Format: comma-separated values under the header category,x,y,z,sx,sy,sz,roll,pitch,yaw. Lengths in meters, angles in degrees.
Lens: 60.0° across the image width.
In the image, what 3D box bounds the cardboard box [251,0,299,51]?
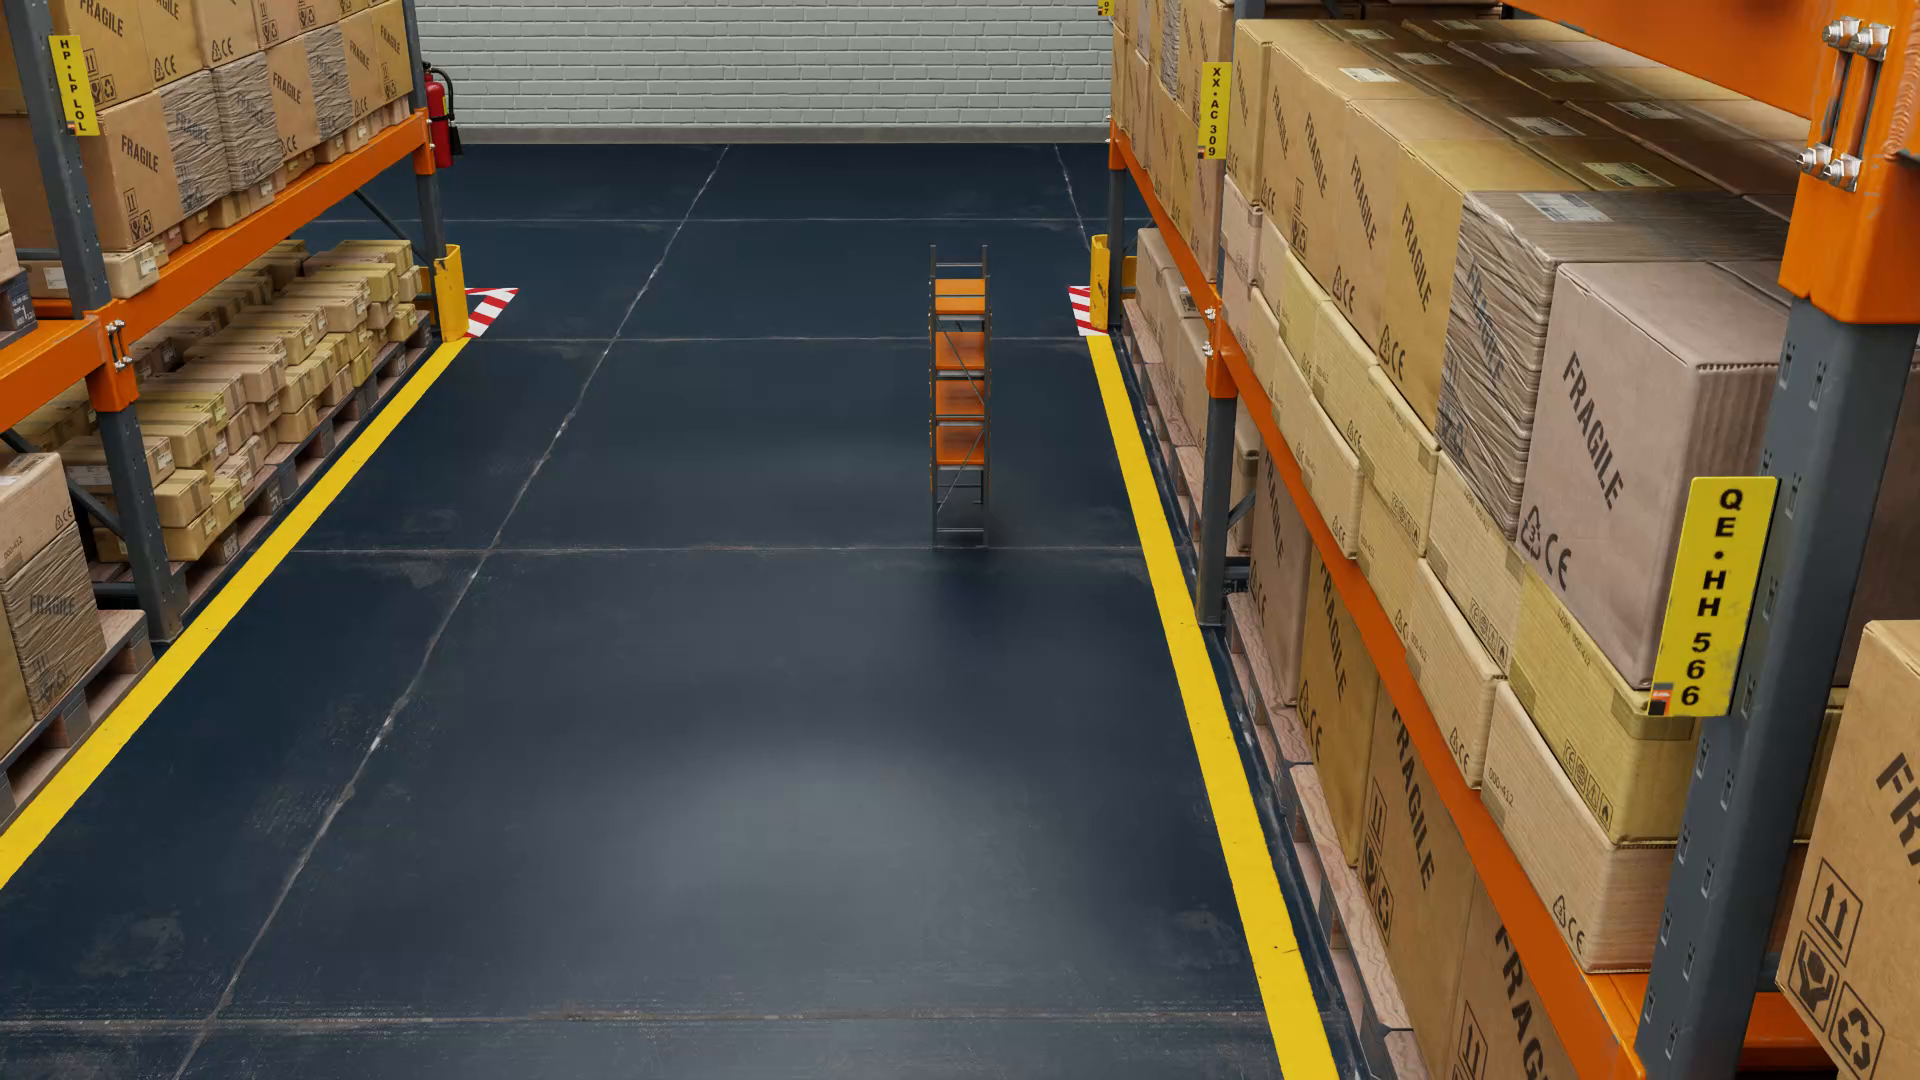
category,x,y,z,sx,sy,sz,roll,pitch,yaw
cardboard box,-3.278,-2.443,7.316,0.500,0.500,0.500,-1,24,-2

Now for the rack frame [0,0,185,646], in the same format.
category,x,y,z,sx,sy,sz,roll,pitch,yaw
rack frame,-3.517,-0.986,5.791,1.000,3.000,0.127,0,24,-1

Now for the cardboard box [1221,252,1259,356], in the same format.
category,x,y,z,sx,sy,sz,roll,pitch,yaw
cardboard box,1.172,-0.800,5.560,0.500,0.250,0.500,-1,24,-2

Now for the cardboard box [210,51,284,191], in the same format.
category,x,y,z,sx,sy,sz,roll,pitch,yaw
cardboard box,-3.252,-1.784,7.073,0.500,0.500,0.500,-1,24,-2

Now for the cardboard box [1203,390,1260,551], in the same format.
category,x,y,z,sx,sy,sz,roll,pitch,yaw
cardboard box,1.532,-0.334,6.947,0.875,0.438,0.875,-1,24,-1

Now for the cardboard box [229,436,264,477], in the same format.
category,x,y,z,sx,sy,sz,roll,pitch,yaw
cardboard box,-3.310,-0.347,7.326,0.380,0.149,0.250,-1,24,-2

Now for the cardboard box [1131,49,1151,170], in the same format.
category,x,y,z,sx,sy,sz,roll,pitch,yaw
cardboard box,1.127,-2.127,8.192,0.500,0.500,0.500,0,24,-1

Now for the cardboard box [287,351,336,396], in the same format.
category,x,y,z,sx,sy,sz,roll,pitch,yaw
cardboard box,-3.229,-0.800,7.968,0.380,0.149,0.250,0,24,0

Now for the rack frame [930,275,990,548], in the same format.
category,x,y,z,sx,sy,sz,roll,pitch,yaw
rack frame,0.001,-0.514,6.931,0.240,1.200,0.015,0,24,-1

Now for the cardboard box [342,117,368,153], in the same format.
category,x,y,z,sx,sy,sz,roll,pitch,yaw
cardboard box,-3.265,-2.076,8.506,0.380,0.149,0.250,0,24,1

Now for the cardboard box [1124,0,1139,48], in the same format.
category,x,y,z,sx,sy,sz,roll,pitch,yaw
cardboard box,1.121,-2.788,8.439,0.500,0.500,0.500,-1,24,-2

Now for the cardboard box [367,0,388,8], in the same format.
category,x,y,z,sx,sy,sz,roll,pitch,yaw
cardboard box,-3.307,-3.084,8.733,0.500,0.500,0.500,-1,24,-2

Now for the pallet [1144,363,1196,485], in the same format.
category,x,y,z,sx,sy,sz,roll,pitch,yaw
pallet,1.485,-0.597,8.315,1.003,0.211,1.213,0,24,-1

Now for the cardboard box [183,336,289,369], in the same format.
category,x,y,z,sx,sy,sz,roll,pitch,yaw
cardboard box,-3.342,-0.835,7.684,0.380,0.149,0.250,-1,24,-3

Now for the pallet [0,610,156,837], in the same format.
category,x,y,z,sx,sy,sz,roll,pitch,yaw
pallet,-3.507,0.605,5.656,1.003,0.211,1.213,0,24,-1

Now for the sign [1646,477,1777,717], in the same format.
category,x,y,z,sx,sy,sz,roll,pitch,yaw
sign,0.920,0.074,2.041,0.100,0.325,0.005,0,24,-1

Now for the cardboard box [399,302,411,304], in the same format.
category,x,y,z,sx,sy,sz,roll,pitch,yaw
cardboard box,-3.346,-1.311,9.459,0.380,0.149,0.250,0,24,0

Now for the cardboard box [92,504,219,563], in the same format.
category,x,y,z,sx,sy,sz,roll,pitch,yaw
cardboard box,-3.200,-0.030,6.627,0.380,0.149,0.250,-1,24,-3

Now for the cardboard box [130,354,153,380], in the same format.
category,x,y,z,sx,sy,sz,roll,pitch,yaw
cardboard box,-3.854,-0.721,7.433,0.380,0.149,0.250,-1,24,-3

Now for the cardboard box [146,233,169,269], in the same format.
category,x,y,z,sx,sy,sz,roll,pitch,yaw
cardboard box,-3.270,-1.096,6.339,0.380,0.149,0.250,0,24,1

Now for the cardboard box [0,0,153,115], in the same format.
category,x,y,z,sx,sy,sz,roll,pitch,yaw
cardboard box,-3.278,-1.810,5.917,0.500,0.500,0.500,0,24,1

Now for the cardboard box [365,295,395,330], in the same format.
category,x,y,z,sx,sy,sz,roll,pitch,yaw
cardboard box,-3.262,-1.232,8.924,0.380,0.149,0.250,-1,24,-3

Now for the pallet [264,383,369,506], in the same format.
category,x,y,z,sx,sy,sz,roll,pitch,yaw
pallet,-3.576,-0.497,8.092,1.003,0.211,1.213,0,24,-1

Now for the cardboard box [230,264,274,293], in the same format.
category,x,y,z,sx,sy,sz,roll,pitch,yaw
cardboard box,-3.897,-1.363,8.852,0.380,0.149,0.250,0,24,-1

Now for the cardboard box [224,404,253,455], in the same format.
category,x,y,z,sx,sy,sz,roll,pitch,yaw
cardboard box,-3.332,-0.481,7.262,0.380,0.149,0.250,-1,24,-3

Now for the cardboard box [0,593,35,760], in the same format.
category,x,y,z,sx,sy,sz,roll,pitch,yaw
cardboard box,-3.252,0.476,5.081,0.500,0.500,0.500,-1,24,-2

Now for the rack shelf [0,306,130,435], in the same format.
category,x,y,z,sx,sy,sz,roll,pitch,yaw
rack shelf,-3.495,0.165,4.117,1.077,0.370,4.000,0,24,-1

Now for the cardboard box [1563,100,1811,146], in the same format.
category,x,y,z,sx,sy,sz,roll,pitch,yaw
cardboard box,1.707,-0.733,3.896,0.500,0.500,0.500,0,24,0

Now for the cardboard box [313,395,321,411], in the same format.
category,x,y,z,sx,sy,sz,roll,pitch,yaw
cardboard box,-3.334,-0.673,8.047,0.380,0.149,0.250,0,24,1

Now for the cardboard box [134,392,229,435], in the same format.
category,x,y,z,sx,sy,sz,roll,pitch,yaw
cardboard box,-3.309,-0.511,6.967,0.380,0.149,0.250,-1,24,-1

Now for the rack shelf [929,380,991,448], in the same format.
category,x,y,z,sx,sy,sz,roll,pitch,yaw
rack shelf,-0.002,-0.554,7.181,0.258,0.148,0.480,0,24,-1

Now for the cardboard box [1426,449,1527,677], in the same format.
category,x,y,z,sx,sy,sz,roll,pitch,yaw
cardboard box,1.207,0.029,3.122,0.500,0.250,0.500,-1,24,-2

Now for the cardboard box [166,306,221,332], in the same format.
category,x,y,z,sx,sy,sz,roll,pitch,yaw
cardboard box,-3.860,-1.039,8.134,0.380,0.149,0.250,0,24,0

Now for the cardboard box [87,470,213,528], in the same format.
category,x,y,z,sx,sy,sz,roll,pitch,yaw
cardboard box,-3.201,-0.165,6.564,0.380,0.149,0.250,1,24,2

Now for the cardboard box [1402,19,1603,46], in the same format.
category,x,y,z,sx,sy,sz,roll,pitch,yaw
cardboard box,1.688,-1.369,5.301,0.500,0.500,0.500,1,24,1

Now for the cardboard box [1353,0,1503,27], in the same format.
category,x,y,z,sx,sy,sz,roll,pitch,yaw
cardboard box,1.669,-1.749,6.142,0.500,0.500,0.500,0,24,0

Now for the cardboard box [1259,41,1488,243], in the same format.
category,x,y,z,sx,sy,sz,roll,pitch,yaw
cardboard box,1.182,-1.159,4.839,0.500,0.500,0.500,0,24,-1

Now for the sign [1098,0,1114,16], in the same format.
category,x,y,z,sx,sy,sz,roll,pitch,yaw
sign,0.833,-3.129,9.382,0.100,0.325,0.005,0,24,-1

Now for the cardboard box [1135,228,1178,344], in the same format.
category,x,y,z,sx,sy,sz,roll,pitch,yaw
cardboard box,1.495,-1.451,9.418,0.875,0.438,0.875,-1,24,-2

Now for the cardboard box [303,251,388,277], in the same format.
category,x,y,z,sx,sy,sz,roll,pitch,yaw
cardboard box,-3.356,-1.477,9.105,0.380,0.149,0.250,0,24,0

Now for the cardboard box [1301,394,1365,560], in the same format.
category,x,y,z,sx,sy,sz,roll,pitch,yaw
cardboard box,1.166,-0.169,4.166,0.500,0.250,0.500,-1,24,-1

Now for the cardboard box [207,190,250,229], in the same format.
category,x,y,z,sx,sy,sz,roll,pitch,yaw
cardboard box,-3.260,-1.422,7.059,0.380,0.149,0.250,0,24,0

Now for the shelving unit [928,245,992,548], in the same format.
category,x,y,z,sx,sy,sz,roll,pitch,yaw
shelving unit,-0.002,-0.615,7.154,0.258,1.200,0.503,0,24,-1

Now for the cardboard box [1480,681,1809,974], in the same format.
category,x,y,z,sx,sy,sz,roll,pitch,yaw
cardboard box,1.210,0.459,2.777,0.500,0.250,0.500,-1,24,-2

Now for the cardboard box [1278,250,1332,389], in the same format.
category,x,y,z,sx,sy,sz,roll,pitch,yaw
cardboard box,1.167,-0.604,4.522,0.500,0.250,0.500,0,24,0

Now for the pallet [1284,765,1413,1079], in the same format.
category,x,y,z,sx,sy,sz,roll,pitch,yaw
pallet,1.532,1.042,4.690,1.003,0.211,1.213,0,24,-1

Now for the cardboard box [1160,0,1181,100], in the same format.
category,x,y,z,sx,sy,sz,roll,pitch,yaw
cardboard box,1.138,-2.164,7.059,0.500,0.500,0.500,0,24,0

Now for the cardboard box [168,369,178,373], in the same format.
category,x,y,z,sx,sy,sz,roll,pitch,yaw
cardboard box,-3.784,-0.684,7.711,0.380,0.149,0.250,-1,24,-3

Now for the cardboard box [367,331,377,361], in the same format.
category,x,y,z,sx,sy,sz,roll,pitch,yaw
cardboard box,-3.310,-0.995,8.759,0.380,0.149,0.250,0,24,0

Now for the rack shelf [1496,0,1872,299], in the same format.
category,x,y,z,sx,sy,sz,roll,pitch,yaw
rack shelf,1.453,-1.265,3.640,1.077,0.370,4.000,0,24,-1

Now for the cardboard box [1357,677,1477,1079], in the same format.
category,x,y,z,sx,sy,sz,roll,pitch,yaw
cardboard box,1.545,0.722,4.082,0.875,0.875,0.875,0,24,0

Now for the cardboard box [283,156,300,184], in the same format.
category,x,y,z,sx,sy,sz,roll,pitch,yaw
cardboard box,-3.329,-1.747,7.777,0.380,0.149,0.250,0,24,0

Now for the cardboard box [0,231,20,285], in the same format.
category,x,y,z,sx,sy,sz,roll,pitch,yaw
cardboard box,-3.315,-0.901,5.397,0.380,0.149,0.250,-1,24,-2

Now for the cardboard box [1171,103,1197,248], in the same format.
category,x,y,z,sx,sy,sz,roll,pitch,yaw
cardboard box,1.160,-1.498,6.801,0.500,0.500,0.500,-1,24,-2

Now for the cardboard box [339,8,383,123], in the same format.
category,x,y,z,sx,sy,sz,roll,pitch,yaw
cardboard box,-3.298,-2.420,8.477,0.500,0.500,0.500,-1,24,-1

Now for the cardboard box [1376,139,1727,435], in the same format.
category,x,y,z,sx,sy,sz,roll,pitch,yaw
cardboard box,1.195,-0.531,3.450,0.500,0.500,0.500,0,24,-1

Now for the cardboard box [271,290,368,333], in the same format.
category,x,y,z,sx,sy,sz,roll,pitch,yaw
cardboard box,-3.228,-1.154,8.389,0.380,0.149,0.250,1,24,1

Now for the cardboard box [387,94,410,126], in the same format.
category,x,y,z,sx,sy,sz,roll,pitch,yaw
cardboard box,-3.274,-2.387,9.193,0.380,0.149,0.250,0,24,0

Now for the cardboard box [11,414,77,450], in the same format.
category,x,y,z,sx,sy,sz,roll,pitch,yaw
cardboard box,-3.824,-0.400,6.723,0.380,0.149,0.250,0,24,0

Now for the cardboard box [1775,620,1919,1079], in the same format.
category,x,y,z,sx,sy,sz,roll,pitch,yaw
cardboard box,1.249,0.412,1.707,0.500,0.500,0.500,-1,24,-2
